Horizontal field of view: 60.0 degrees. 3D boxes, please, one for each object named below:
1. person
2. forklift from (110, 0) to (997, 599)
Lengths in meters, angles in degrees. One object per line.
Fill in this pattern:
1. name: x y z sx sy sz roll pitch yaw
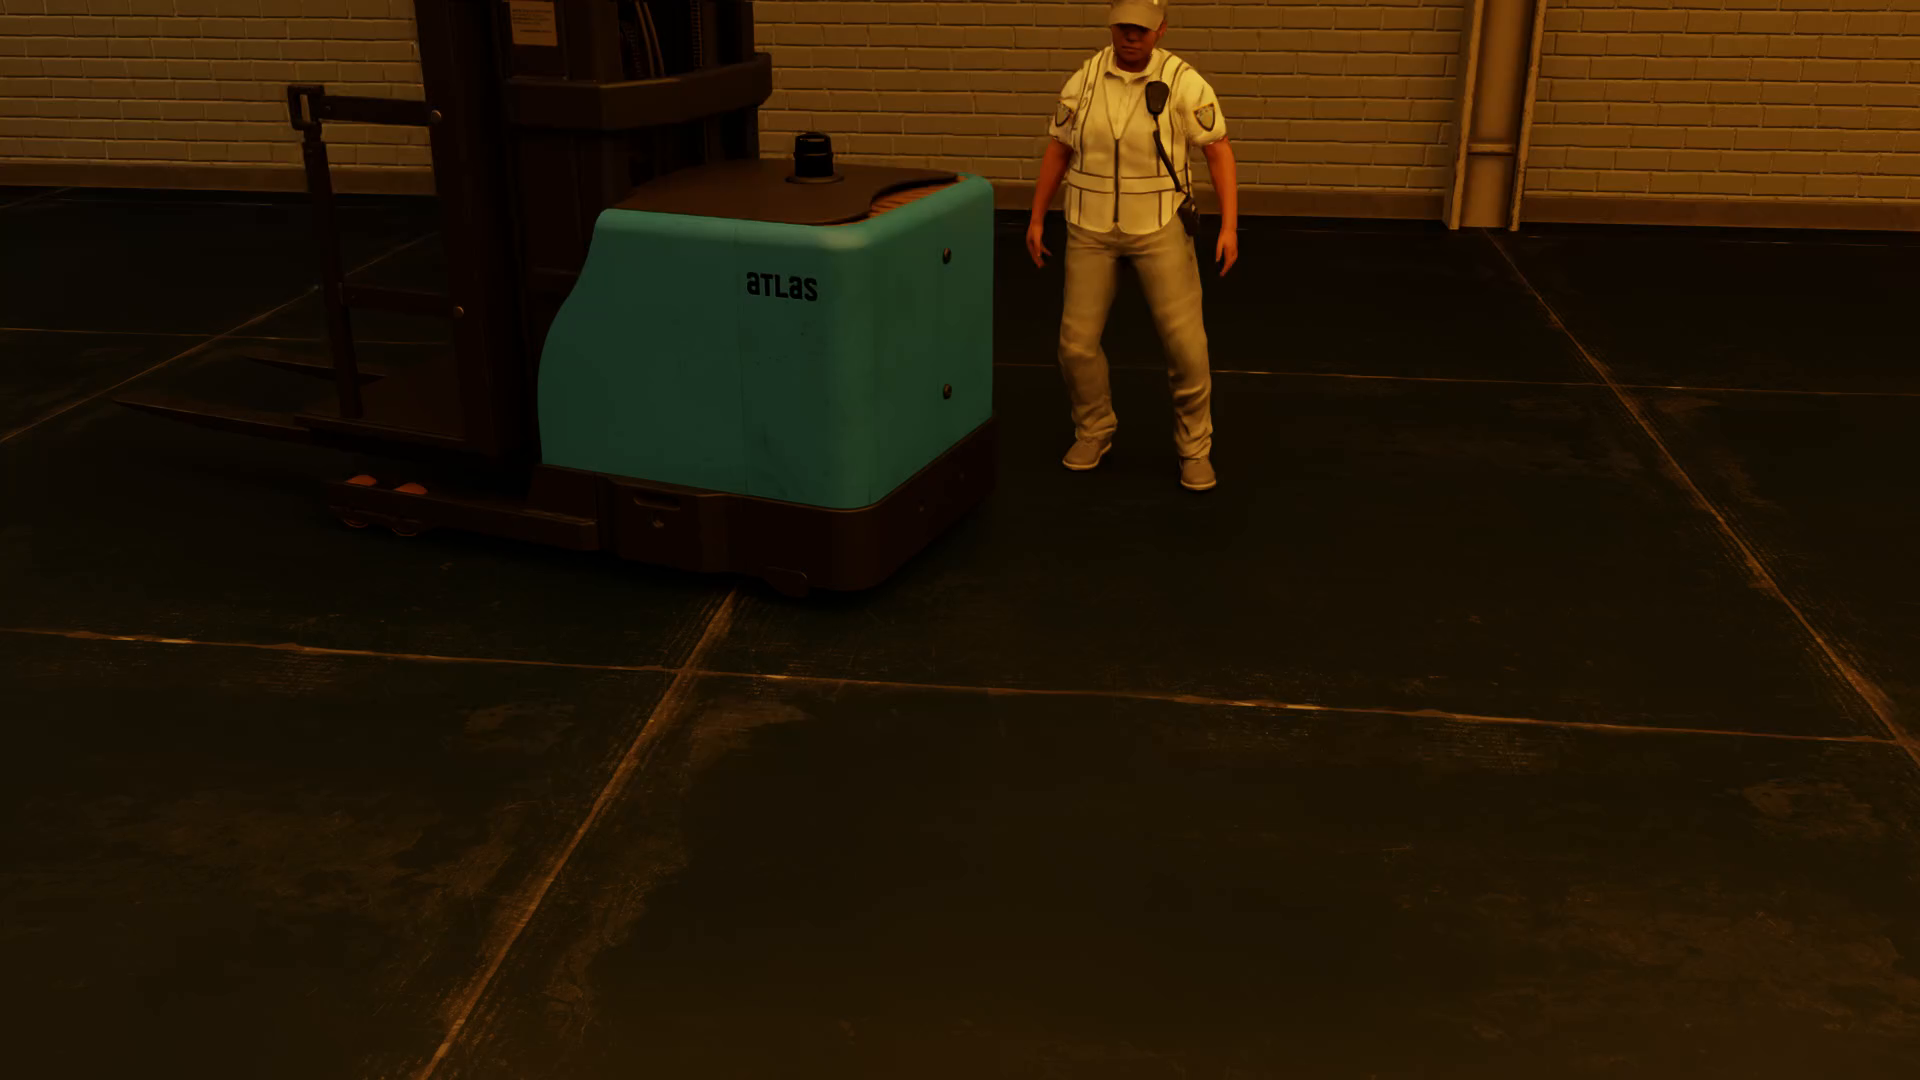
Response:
1. person: 0.567 -1.012 5.511 0.721 1.635 0.427 7 23 18
2. forklift: -1.447 -1.538 5.073 3.031 2.935 1.130 9 24 21
